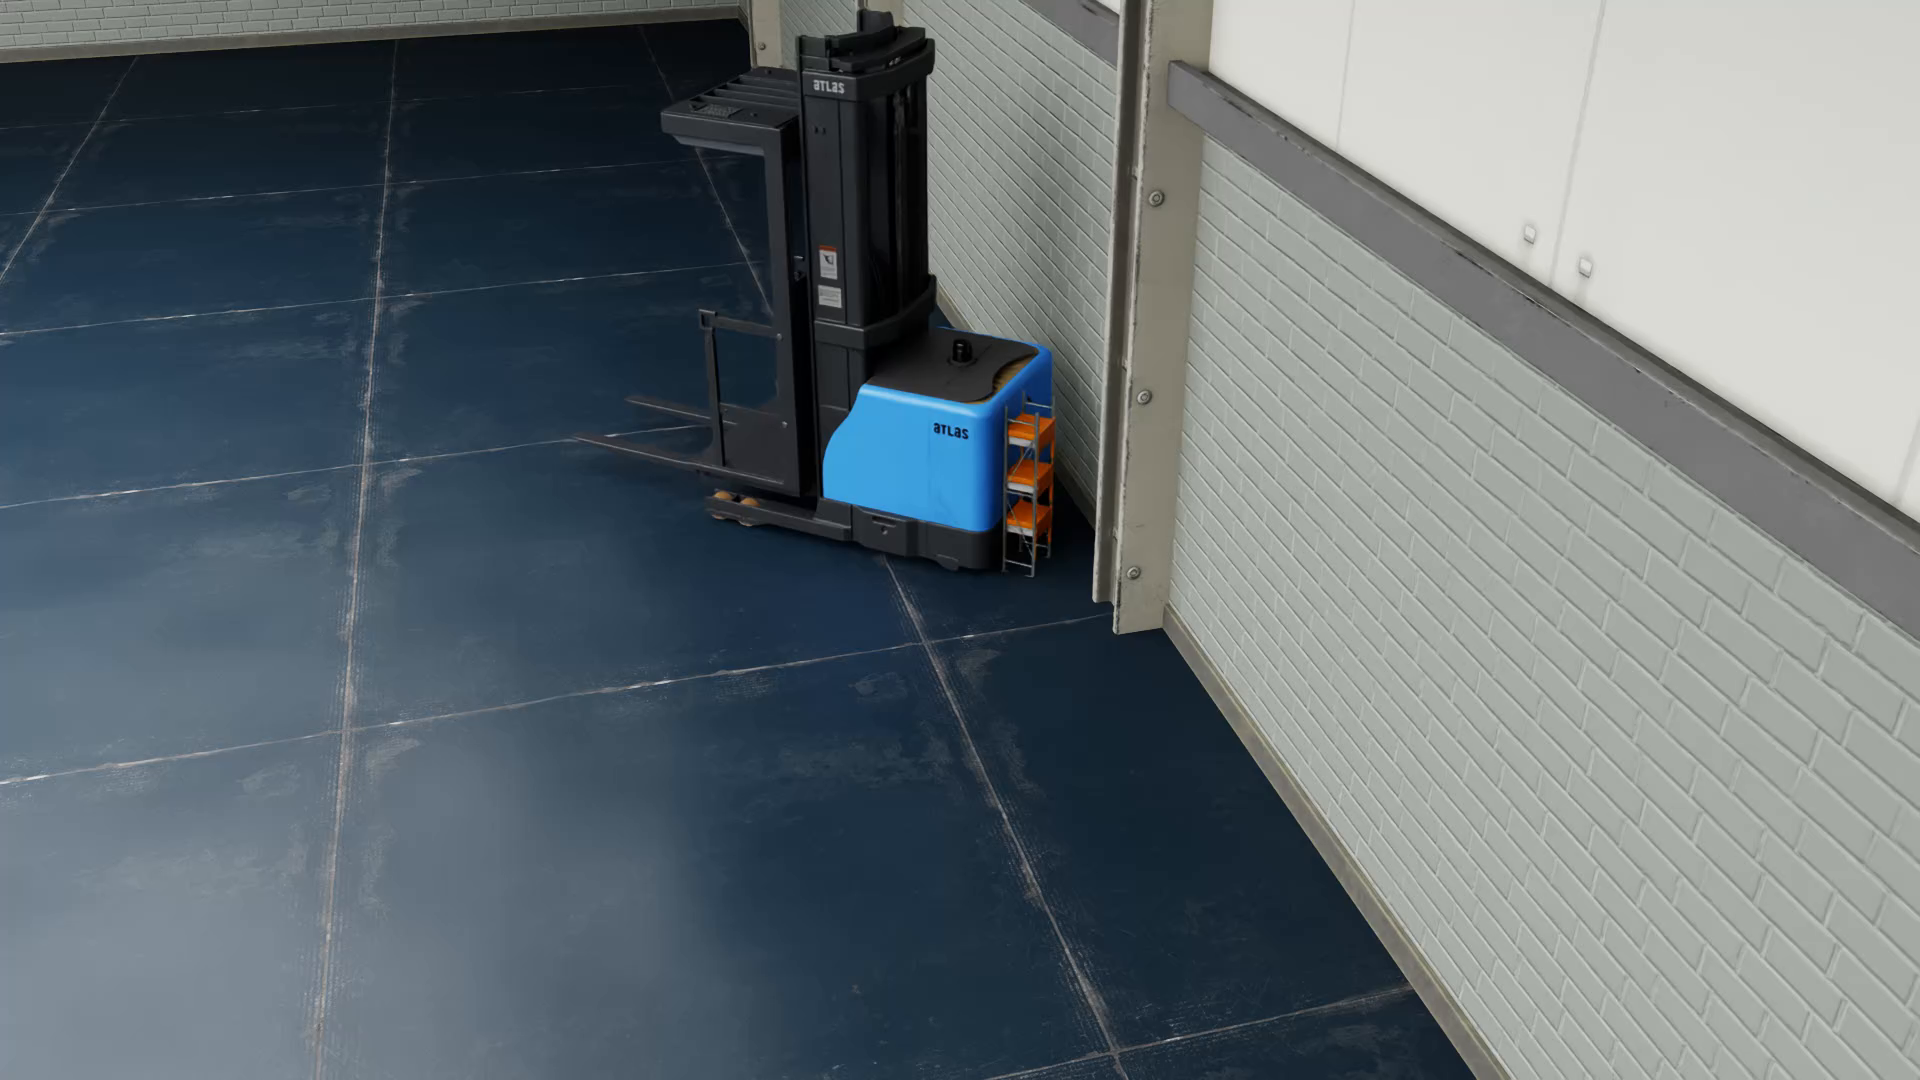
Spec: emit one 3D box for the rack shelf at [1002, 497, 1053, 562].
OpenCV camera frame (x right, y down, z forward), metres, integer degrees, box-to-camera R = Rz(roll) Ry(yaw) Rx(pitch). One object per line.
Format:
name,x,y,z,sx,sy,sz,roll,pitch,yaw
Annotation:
rack shelf,0.390,-0.062,9.616,0.215,0.259,0.240,13,33,21

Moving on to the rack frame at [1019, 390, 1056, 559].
rack frame,0.442,-0.367,9.567,0.200,1.050,0.008,13,33,21

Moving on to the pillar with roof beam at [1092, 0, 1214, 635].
pillar with roof beam,-3.203,-2.921,6.045,9.100,9.000,0.400,-8,31,-13

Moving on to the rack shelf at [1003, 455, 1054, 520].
rack shelf,0.391,-0.303,9.477,0.215,0.259,0.240,13,33,21

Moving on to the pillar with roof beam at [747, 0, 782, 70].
pillar with roof beam,-6.388,-8.717,16.059,9.100,9.000,0.400,-8,31,-13

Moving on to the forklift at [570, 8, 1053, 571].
forklift,-0.998,-1.577,9.780,3.031,2.935,1.130,13,33,21

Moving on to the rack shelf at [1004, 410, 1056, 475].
rack shelf,0.391,-0.548,9.334,0.215,0.259,0.240,13,33,21

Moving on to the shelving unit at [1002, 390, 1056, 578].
shelving unit,0.391,-0.312,9.471,0.215,1.050,0.252,13,33,21

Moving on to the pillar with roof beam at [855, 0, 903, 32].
pillar with roof beam,-4.795,-5.819,11.052,9.100,9.000,0.400,-8,31,-13

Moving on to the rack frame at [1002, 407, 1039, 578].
rack frame,0.339,-0.256,9.375,0.200,1.050,0.008,13,33,21
